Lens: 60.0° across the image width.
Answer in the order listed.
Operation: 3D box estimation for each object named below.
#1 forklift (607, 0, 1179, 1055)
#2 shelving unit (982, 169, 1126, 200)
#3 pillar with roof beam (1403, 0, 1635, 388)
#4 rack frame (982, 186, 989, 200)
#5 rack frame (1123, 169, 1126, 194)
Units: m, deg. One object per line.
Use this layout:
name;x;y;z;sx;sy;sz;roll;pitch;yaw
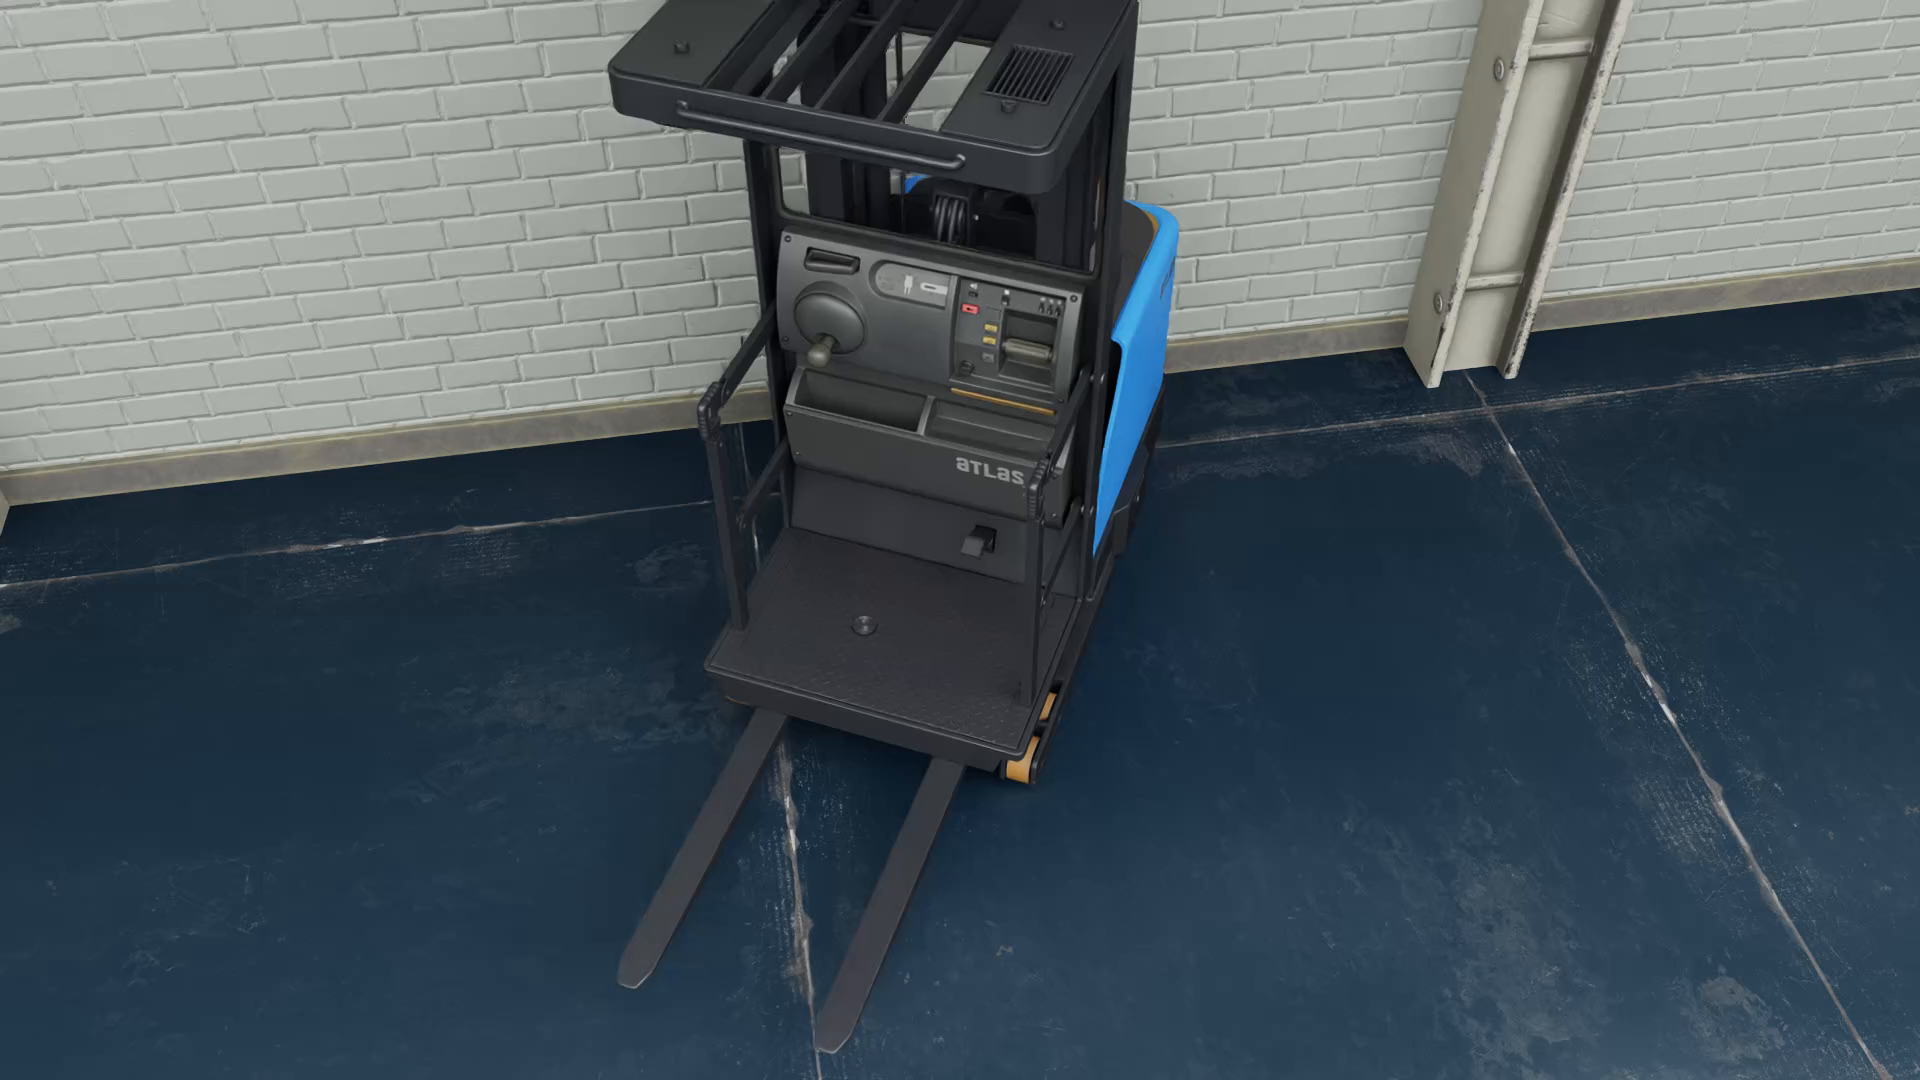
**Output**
forklift;-0.168;-0.555;4.749;1.130;2.935;3.031;14;48;13
shelving unit;0.306;-0.946;6.345;0.503;1.200;0.258;-4;46;-6
pillar with roof beam;2.826;-0.827;0.798;0.400;9.000;9.100;-7;46;-7
rack frame;0.065;-0.927;6.319;0.015;1.200;0.240;-4;46;-6
rack frame;0.548;-0.964;6.372;0.015;1.200;0.240;-4;46;-6
